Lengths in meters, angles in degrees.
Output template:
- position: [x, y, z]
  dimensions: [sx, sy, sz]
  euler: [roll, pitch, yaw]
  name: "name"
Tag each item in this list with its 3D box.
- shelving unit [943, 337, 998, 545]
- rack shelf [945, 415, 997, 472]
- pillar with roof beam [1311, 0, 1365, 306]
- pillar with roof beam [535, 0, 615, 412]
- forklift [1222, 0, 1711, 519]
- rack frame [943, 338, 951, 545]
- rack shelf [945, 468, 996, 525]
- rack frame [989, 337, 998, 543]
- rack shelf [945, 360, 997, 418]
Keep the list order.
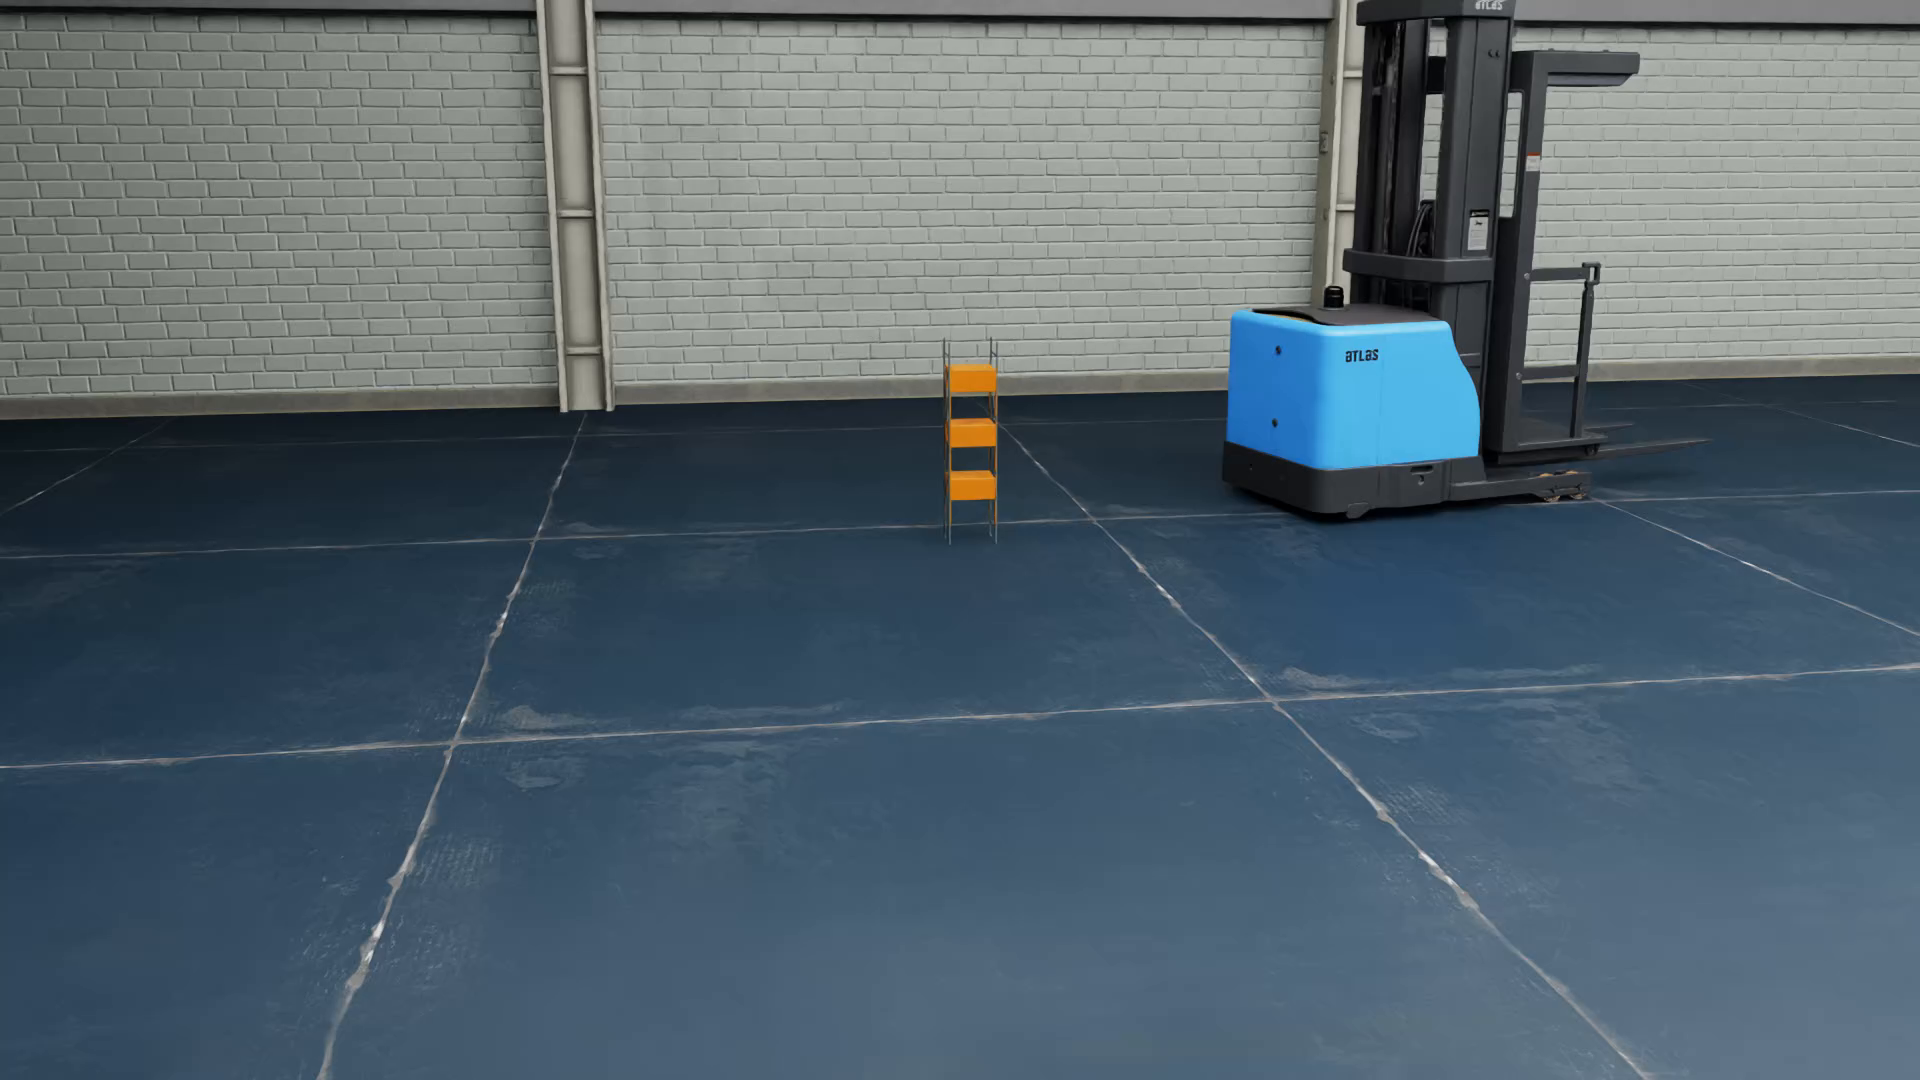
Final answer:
- position: [0.053, -0.511, 8.602]
  dimensions: [0.252, 1.050, 0.215]
  euler: [-2, 14, -8]
  name: "shelving unit"
- position: [0.053, -0.501, 8.604]
  dimensions: [0.240, 0.259, 0.215]
  euler: [-2, 14, -8]
  name: "rack shelf"
- position: [3.721, -4.557, 8.394]
  dimensions: [0.400, 9.000, 9.100]
  euler: [-2, 14, -8]
  name: "pillar with roof beam"
- position: [-2.212, -4.340, 7.527]
  dimensions: [0.400, 9.000, 9.100]
  euler: [-2, 14, -8]
  name: "pillar with roof beam"
- position: [3.117, -1.750, 9.676]
  dimensions: [3.031, 2.935, 1.130]
  euler: [-6, 15, -23]
  name: "forklift"
- position: [-0.068, -0.507, 8.584]
  dimensions: [0.008, 1.050, 0.200]
  euler: [-2, 14, -8]
  name: "rack frame"
- position: [0.053, -0.231, 8.672]
  dimensions: [0.240, 0.259, 0.215]
  euler: [-2, 14, -8]
  name: "rack shelf"
- position: [0.174, -0.516, 8.619]
  dimensions: [0.008, 1.050, 0.200]
  euler: [-2, 14, -8]
  name: "rack frame"
- position: [0.053, -0.776, 8.535]
  dimensions: [0.240, 0.259, 0.215]
  euler: [-2, 14, -8]
  name: "rack shelf"
